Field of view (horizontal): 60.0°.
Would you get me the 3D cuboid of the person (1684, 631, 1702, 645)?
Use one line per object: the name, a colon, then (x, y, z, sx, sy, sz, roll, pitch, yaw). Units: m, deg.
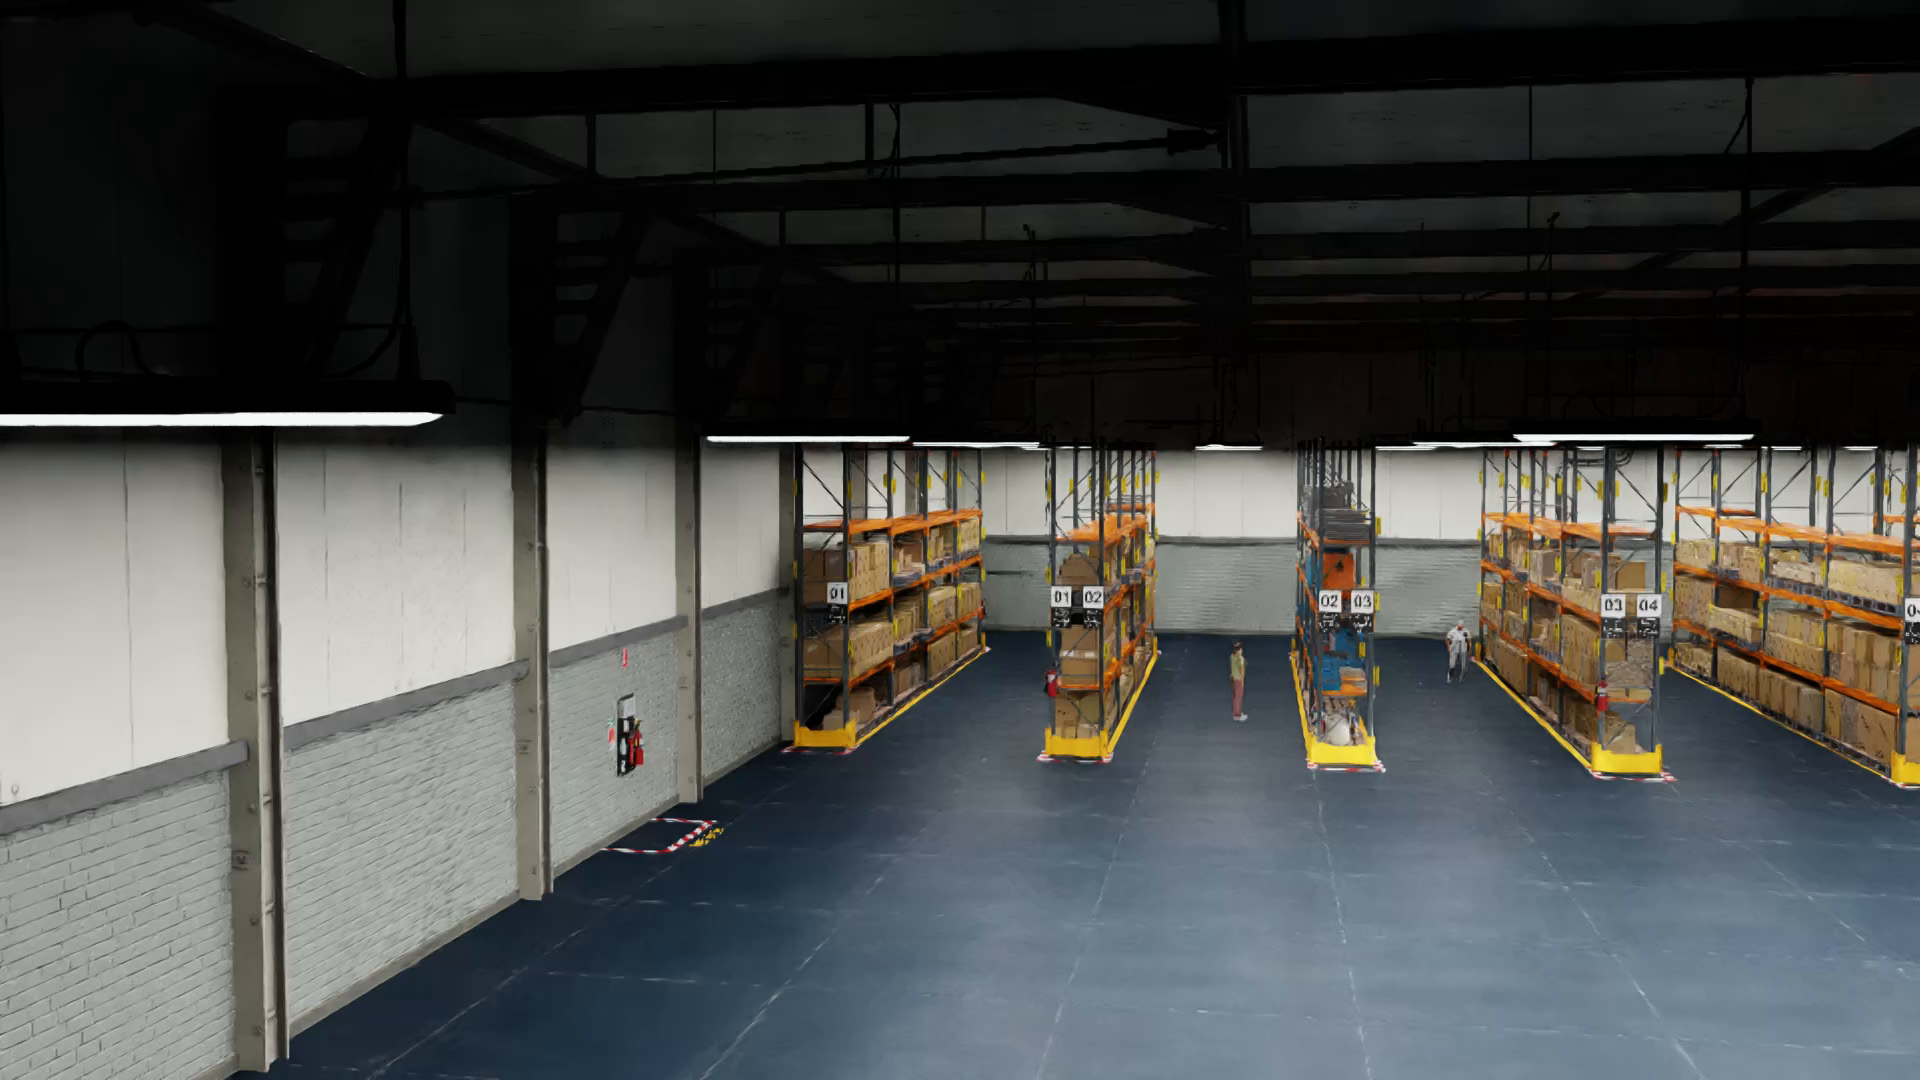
person: (21.360, 2.389, 48.334, 0.642, 1.557, 0.485, -2, 3, -30)

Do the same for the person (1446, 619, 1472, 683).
person: (12.353, 2.748, 41.178, 0.625, 1.611, 0.582, 0, 3, 9)

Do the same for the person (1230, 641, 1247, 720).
person: (5.983, 2.989, 35.573, 0.441, 1.675, 0.498, -1, 3, -20)

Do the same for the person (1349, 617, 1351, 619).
person: (11.300, 2.315, 47.664, 0.556, 1.787, 0.666, 0, 3, -9)
